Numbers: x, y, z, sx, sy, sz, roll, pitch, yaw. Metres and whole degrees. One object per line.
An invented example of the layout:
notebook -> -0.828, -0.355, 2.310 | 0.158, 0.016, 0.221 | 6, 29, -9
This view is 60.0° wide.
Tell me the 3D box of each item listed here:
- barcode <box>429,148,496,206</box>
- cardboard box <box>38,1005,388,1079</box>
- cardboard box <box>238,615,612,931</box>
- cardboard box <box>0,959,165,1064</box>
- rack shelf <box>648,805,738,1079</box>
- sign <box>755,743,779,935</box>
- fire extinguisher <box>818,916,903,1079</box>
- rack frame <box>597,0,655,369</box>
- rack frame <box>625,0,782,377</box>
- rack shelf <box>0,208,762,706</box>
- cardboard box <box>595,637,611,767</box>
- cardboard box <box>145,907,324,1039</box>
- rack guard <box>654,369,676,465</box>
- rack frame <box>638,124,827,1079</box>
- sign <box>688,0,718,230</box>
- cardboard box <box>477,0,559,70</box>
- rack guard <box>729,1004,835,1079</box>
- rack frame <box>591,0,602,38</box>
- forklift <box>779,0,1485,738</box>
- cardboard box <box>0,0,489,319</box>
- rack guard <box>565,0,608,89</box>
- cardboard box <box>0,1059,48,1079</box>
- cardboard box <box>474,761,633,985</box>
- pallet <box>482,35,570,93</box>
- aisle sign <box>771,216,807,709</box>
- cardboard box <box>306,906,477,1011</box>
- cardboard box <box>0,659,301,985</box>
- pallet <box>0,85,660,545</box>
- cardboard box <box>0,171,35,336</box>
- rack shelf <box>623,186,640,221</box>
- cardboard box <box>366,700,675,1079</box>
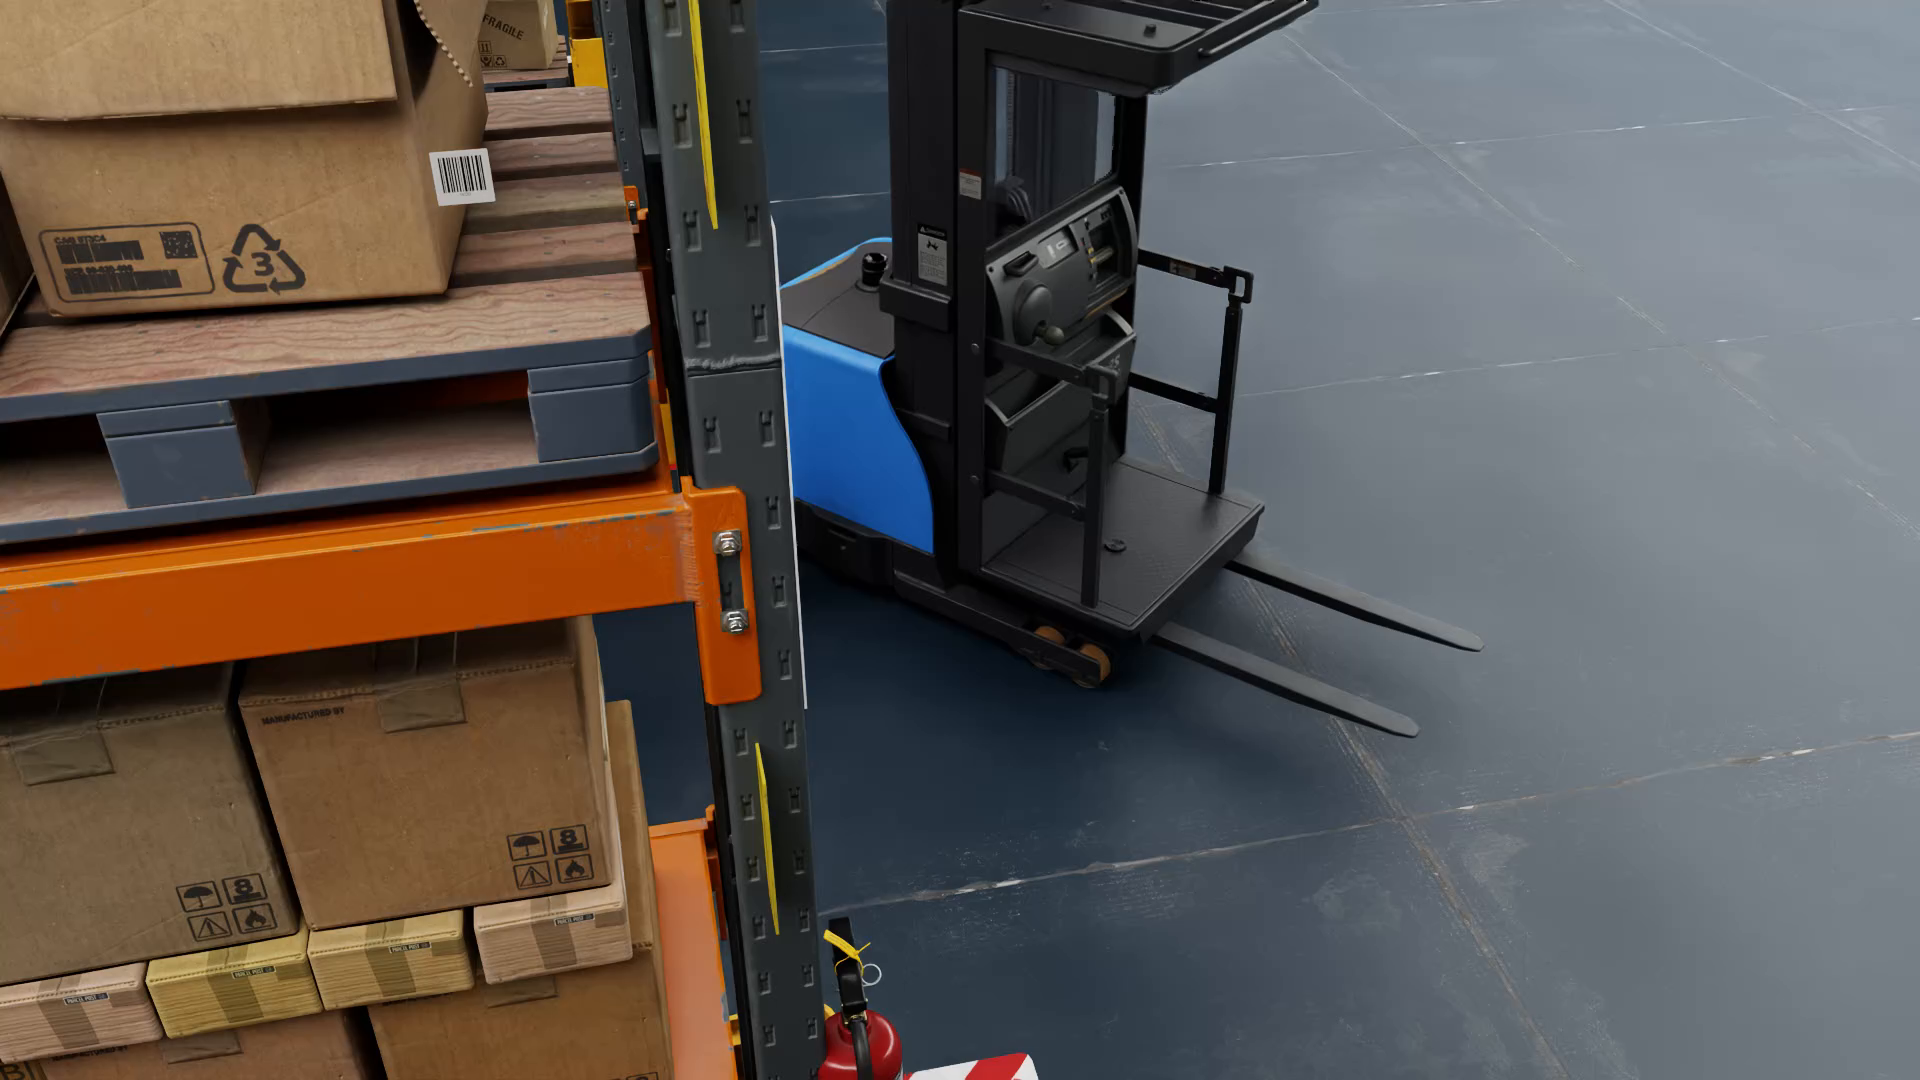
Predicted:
barcode -> -0.596, -0.435, 1.993 | 0.075, 0.075, 0.001 | -7, 35, -11
cardboard box -> -1.378, 0.829, 3.234 | 0.500, 0.500, 0.700 | -6, 34, -9
cardboard box -> -0.918, 0.229, 2.962 | 0.500, 0.500, 0.700 | -7, 35, -10
cardboard box -> -1.489, 0.686, 2.863 | 0.250, 0.149, 0.380 | -7, 34, -10
rack shelf -> -2.359, 1.297, 3.271 | 4.000, 0.370, 1.077 | -7, 35, -11
sign -> -0.302, 0.470, 2.606 | 0.005, 0.325, 0.100 | -7, 35, -11
fire extinguisher -> -0.190, 1.023, 3.104 | 0.183, 0.674, 0.296 | -7, 35, -11
rack frame -> -1.497, -1.940, 7.449 | 0.127, 3.000, 1.000 | -7, 35, -11
rack frame -> -0.408, -1.739, 1.765 | 0.127, 3.000, 1.000 | -7, 35, -11
rack shelf -> -2.359, 0.052, 2.435 | 4.000, 0.370, 1.077 | -7, 35, -11
cardboard box -> -0.838, 0.373, 3.331 | 0.250, 0.149, 0.380 | -7, 35, -11
cardboard box -> -1.243, 0.657, 2.908 | 0.250, 0.149, 0.380 | -8, 35, -11
rack guard -> -1.561, -0.867, 8.094 | 0.348, 0.500, 1.175 | -7, 35, -11
rack frame -> -0.408, 0.753, 3.437 | 0.127, 3.000, 1.000 | -7, 35, -11
sign -> -0.302, -0.531, 1.934 | 0.005, 0.325, 0.100 | -7, 35, -11
cardboard box -> -3.203, -3.701, 11.939 | 0.500, 0.500, 0.500 | -1, 34, -2
rack guard -> -0.385, 1.788, 4.138 | 0.348, 0.500, 1.175 | -7, 35, -11
rack frame -> -2.590, -4.632, 11.461 | 0.127, 3.000, 1.000 | -7, 35, -11
forklift -> 0.560, -0.986, 6.088 | 3.031, 2.935, 1.130 | 22, 40, 29
cardboard box -> -0.970, -0.700, 2.314 | 0.637, 0.503, 0.797 | -5, 34, -7
rack guard -> -2.664, -3.585, 12.143 | 0.348, 0.500, 1.175 | -7, 35, -11
cardboard box -> -1.863, 0.887, 3.147 | 0.500, 0.500, 0.700 | -7, 34, -10
cardboard box -> -0.739, 0.592, 3.004 | 0.250, 0.149, 0.380 | -8, 35, -11
pallet -> -3.464, -3.384, 12.103 | 1.213, 0.211, 1.003 | -7, 35, -11
aisle sign -> -0.279, -0.175, 2.486 | 0.004, 0.787, 0.394 | -7, 35, -11
cardboard box -> -0.994, 0.625, 2.955 | 0.250, 0.149, 0.380 | -6, 34, -9
cardboard box -> -1.430, 0.297, 2.862 | 0.500, 0.500, 0.700 | -8, 35, -12
pallet -> -1.104, -0.383, 2.517 | 1.213, 0.211, 1.003 | -7, 35, -11
cardboard box -> -1.473, -0.378, 2.062 | 0.500, 0.250, 0.500 | -7, 35, -11
rack shelf -> -3.448, -1.395, 7.283 | 4.000, 0.370, 1.077 | -7, 35, -11
cardboard box -> -0.866, 0.761, 3.334 | 0.500, 0.500, 0.700 | -7, 35, -11
